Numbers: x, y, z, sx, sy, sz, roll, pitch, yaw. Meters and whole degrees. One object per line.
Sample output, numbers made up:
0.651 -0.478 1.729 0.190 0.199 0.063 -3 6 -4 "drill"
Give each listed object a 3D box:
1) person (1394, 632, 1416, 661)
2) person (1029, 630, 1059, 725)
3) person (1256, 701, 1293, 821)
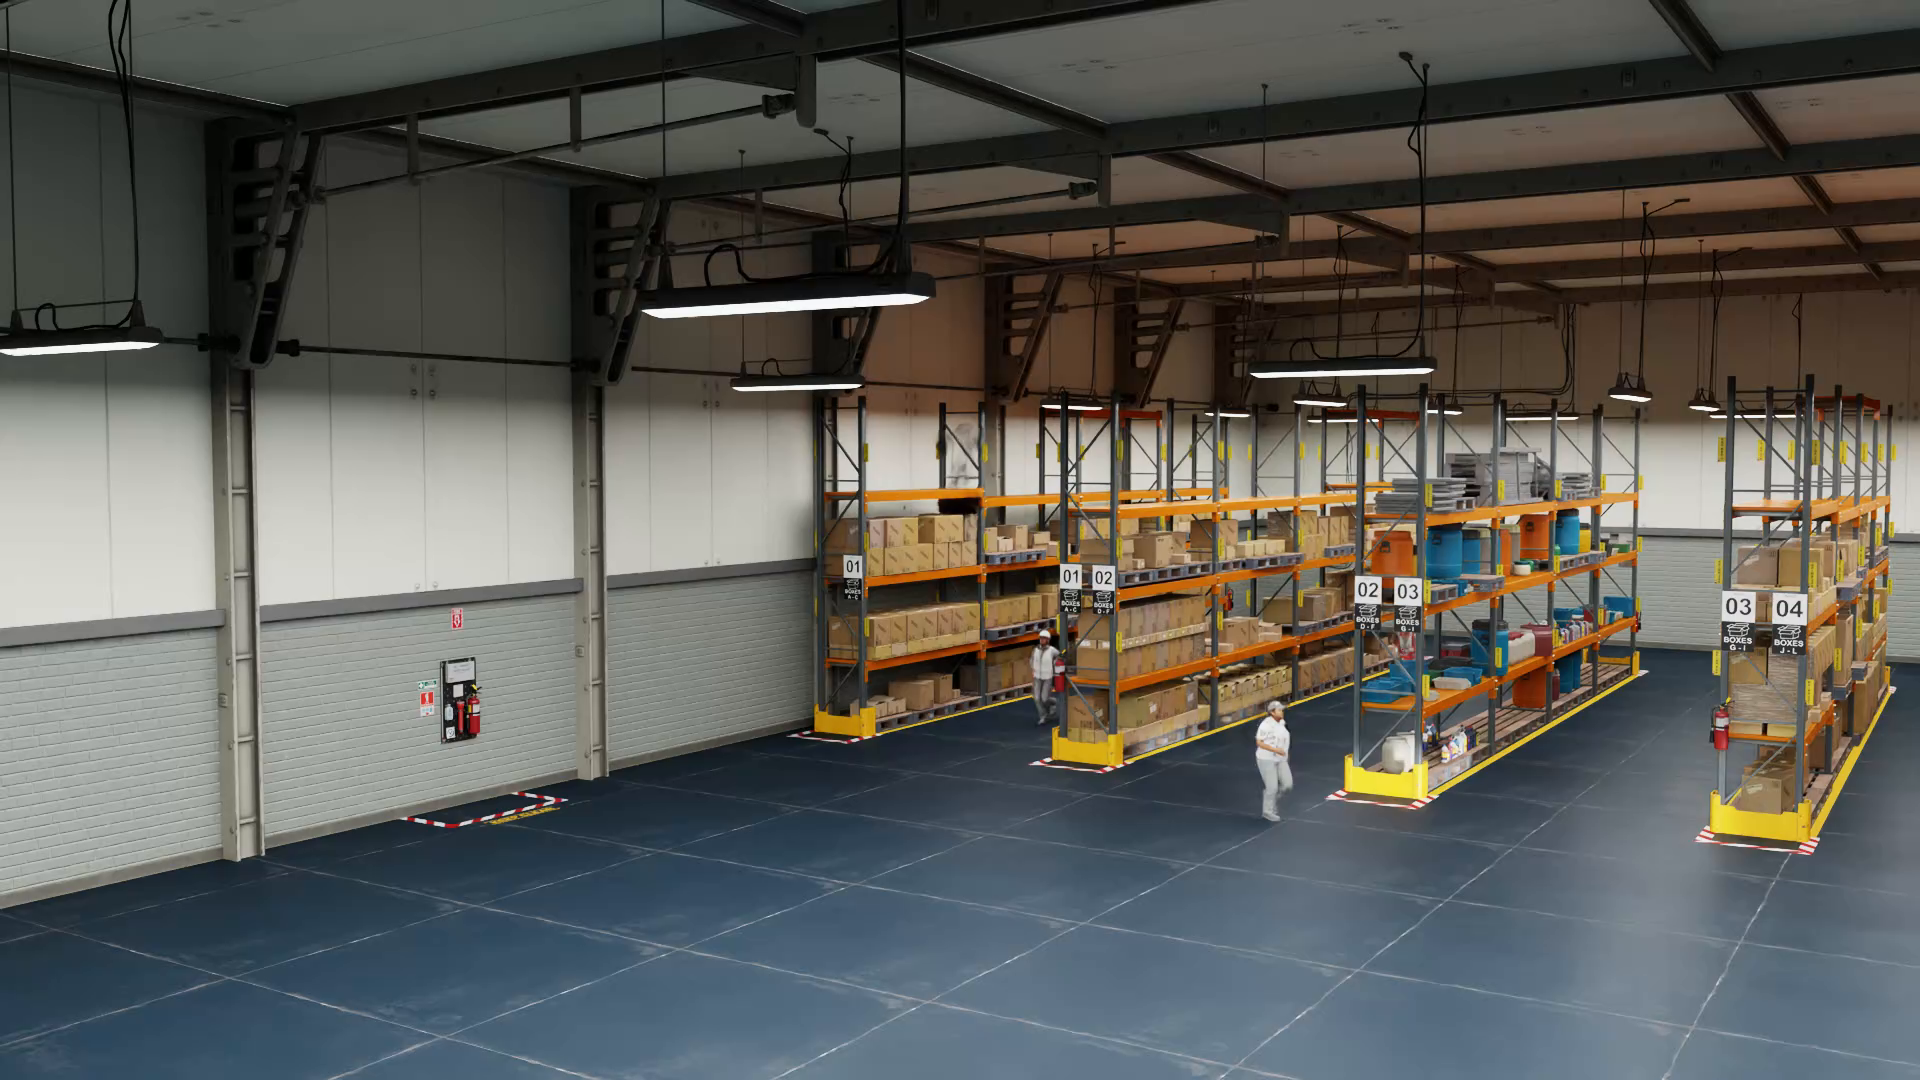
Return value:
8.937 2.409 33.262 0.649 1.703 0.719 2 3 29 "person"
1.564 2.535 30.723 0.661 1.731 0.585 1 3 25 "person"
4.290 3.011 22.616 0.590 1.623 0.562 -2 4 -36 "person"
